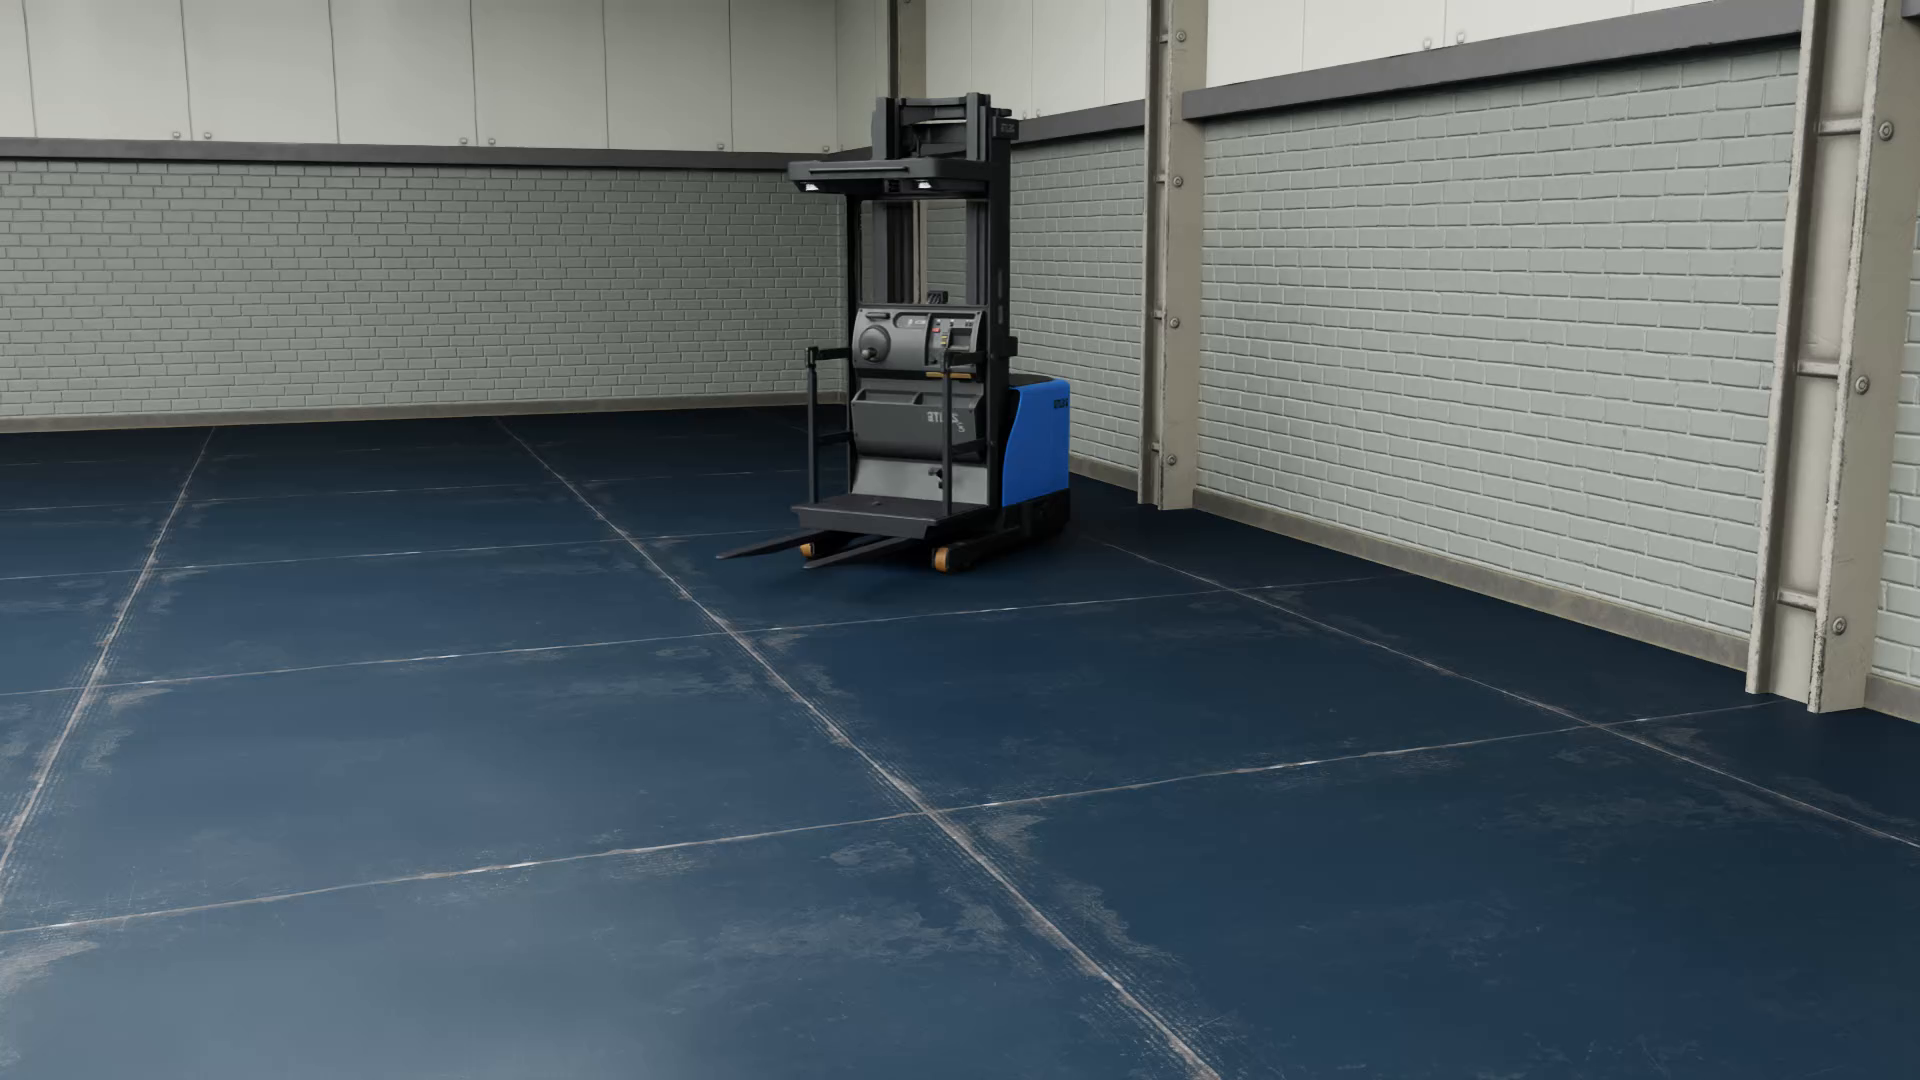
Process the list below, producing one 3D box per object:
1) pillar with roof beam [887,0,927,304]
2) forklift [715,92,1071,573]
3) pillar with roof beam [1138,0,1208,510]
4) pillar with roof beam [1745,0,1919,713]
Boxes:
[{"bbox_3d":[-4.579,-5.407,16.124,9.100,9.000,0.400,-4,11,-21],"label":"pillar with roof beam"},{"bbox_3d":[-0.380,-1.327,10.512,1.130,2.935,3.031,6,12,29],"label":"forklift"},{"bbox_3d":[-2.404,-4.428,10.618,9.100,9.000,0.400,-4,11,-21],"label":"pillar with roof beam"},{"bbox_3d":[-0.230,-3.449,5.112,9.100,9.000,0.400,-4,11,-21],"label":"pillar with roof beam"}]
